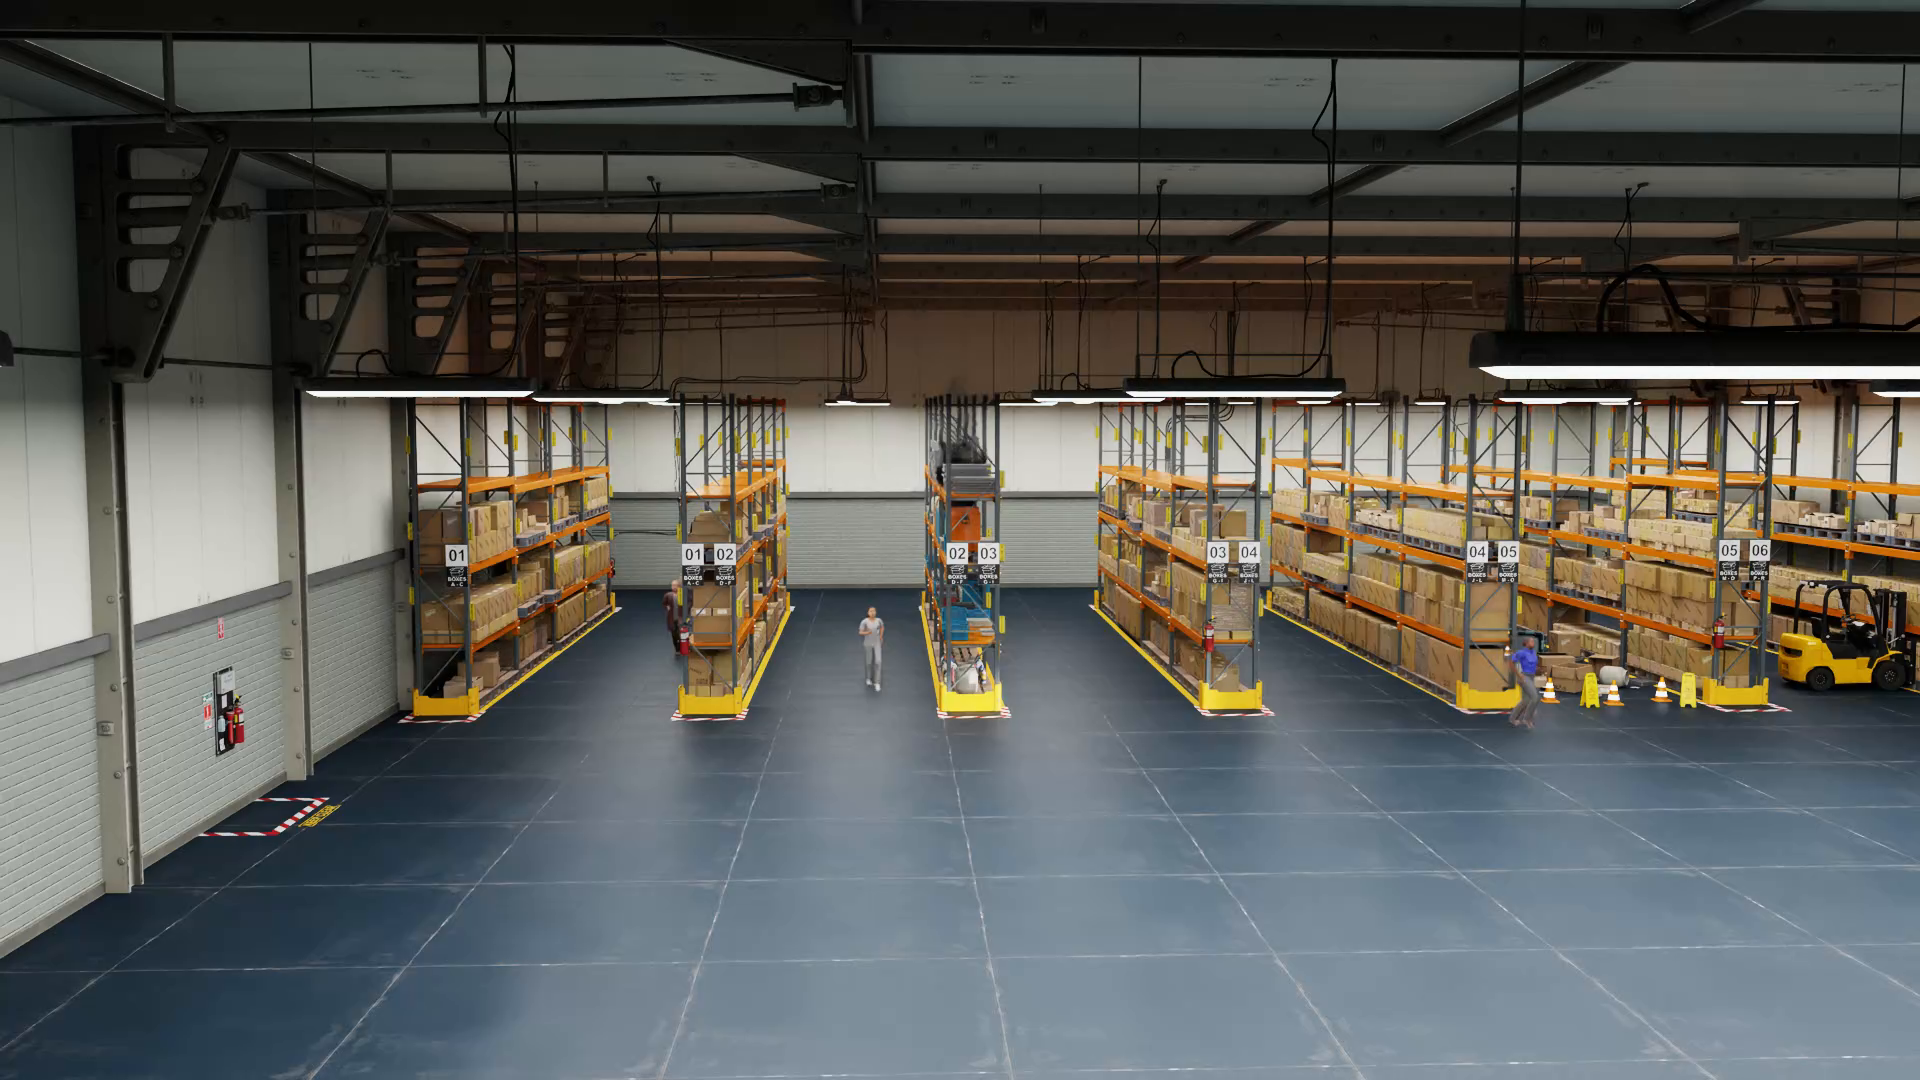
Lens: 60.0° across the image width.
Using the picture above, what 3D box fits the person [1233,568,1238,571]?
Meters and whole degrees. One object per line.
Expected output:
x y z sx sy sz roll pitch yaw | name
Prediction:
7.747 1.133 48.272 0.633 1.599 0.664 -3 6 -36 | person

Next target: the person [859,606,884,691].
-1.792 2.187 33.945 0.554 1.695 0.807 -1 5 -12 | person

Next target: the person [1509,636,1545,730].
10.183 2.559 29.817 0.633 1.682 0.562 4 6 43 | person

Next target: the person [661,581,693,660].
-6.490 1.843 38.073 0.682 1.824 0.811 0 5 -1 | person
